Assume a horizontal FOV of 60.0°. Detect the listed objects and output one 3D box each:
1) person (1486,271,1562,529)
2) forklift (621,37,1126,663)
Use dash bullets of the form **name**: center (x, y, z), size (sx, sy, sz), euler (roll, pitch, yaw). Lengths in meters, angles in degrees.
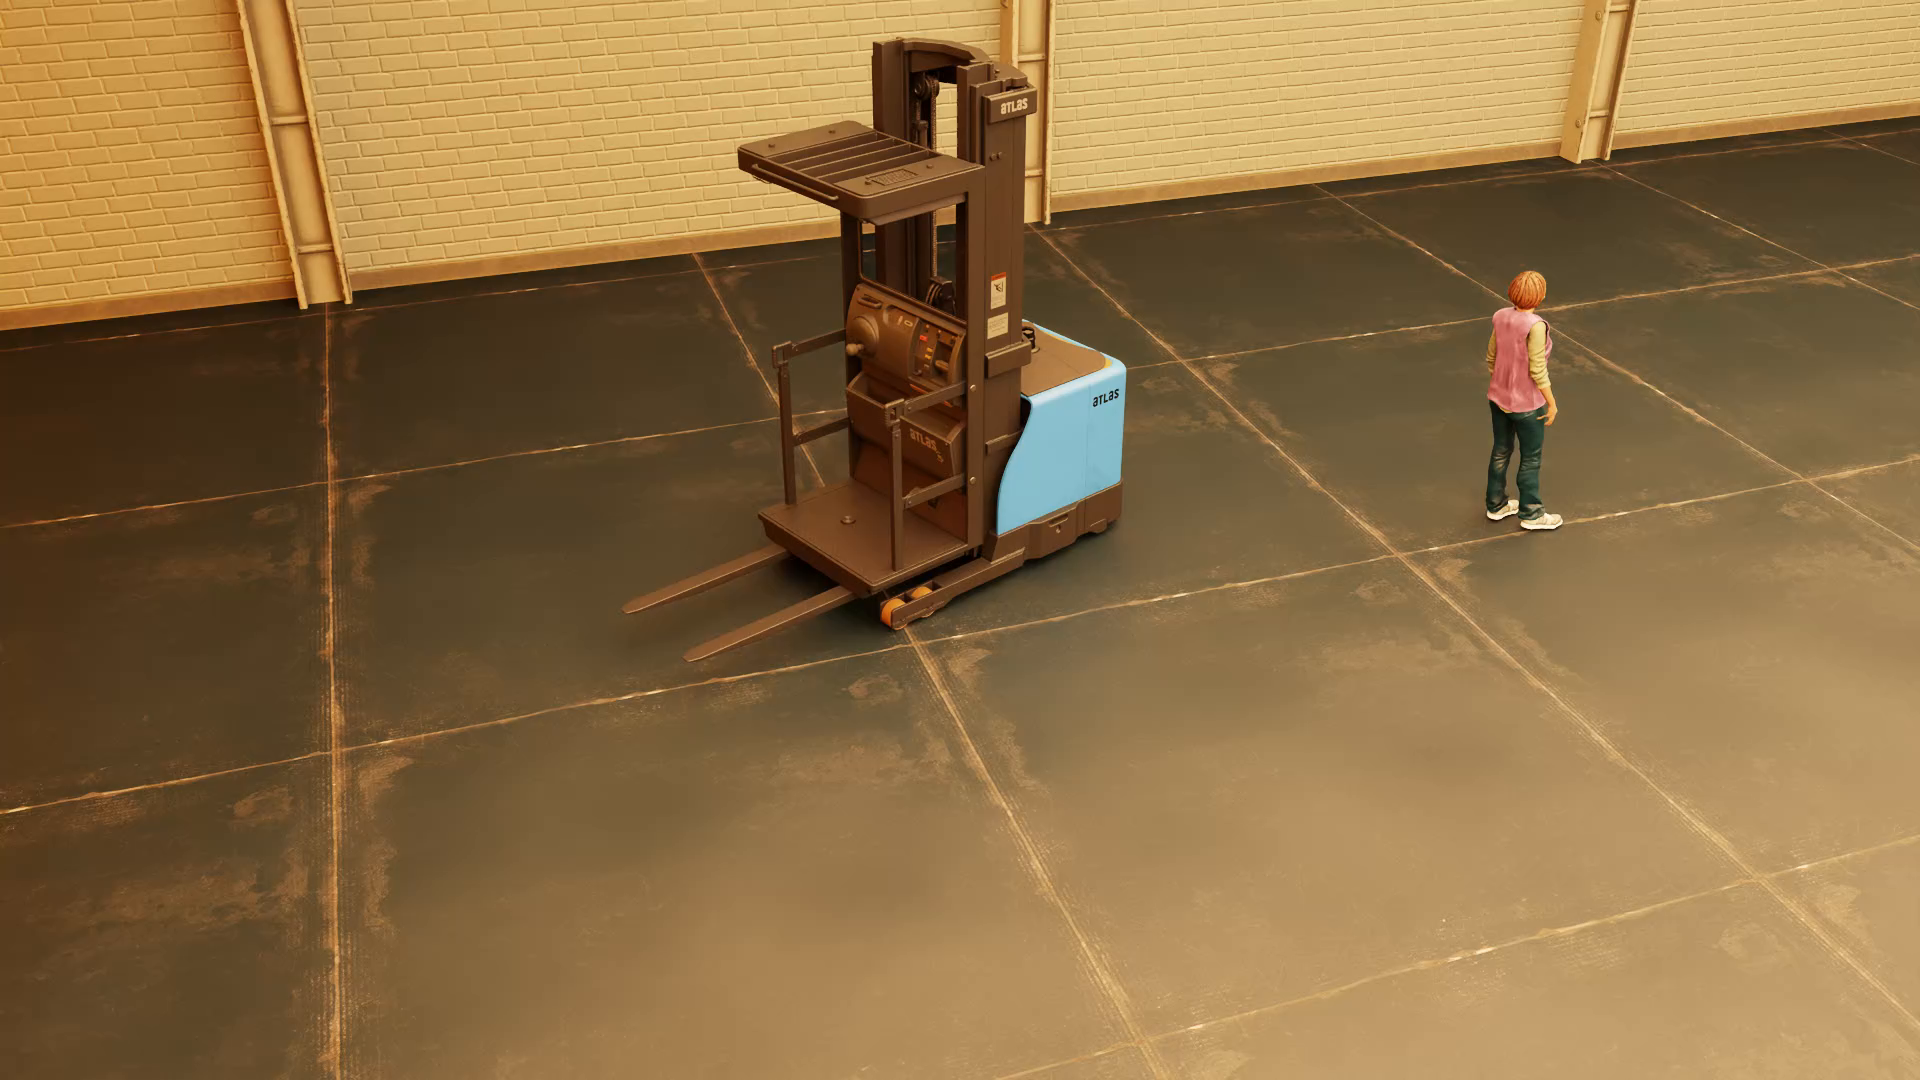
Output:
- **person**: center (3.370, -0.837, 9.869), size (0.474, 1.594, 0.519), euler (-14, 33, -22)
- **forklift**: center (-0.461, -1.072, 8.951), size (3.031, 2.935, 1.130), euler (-23, 37, -34)
